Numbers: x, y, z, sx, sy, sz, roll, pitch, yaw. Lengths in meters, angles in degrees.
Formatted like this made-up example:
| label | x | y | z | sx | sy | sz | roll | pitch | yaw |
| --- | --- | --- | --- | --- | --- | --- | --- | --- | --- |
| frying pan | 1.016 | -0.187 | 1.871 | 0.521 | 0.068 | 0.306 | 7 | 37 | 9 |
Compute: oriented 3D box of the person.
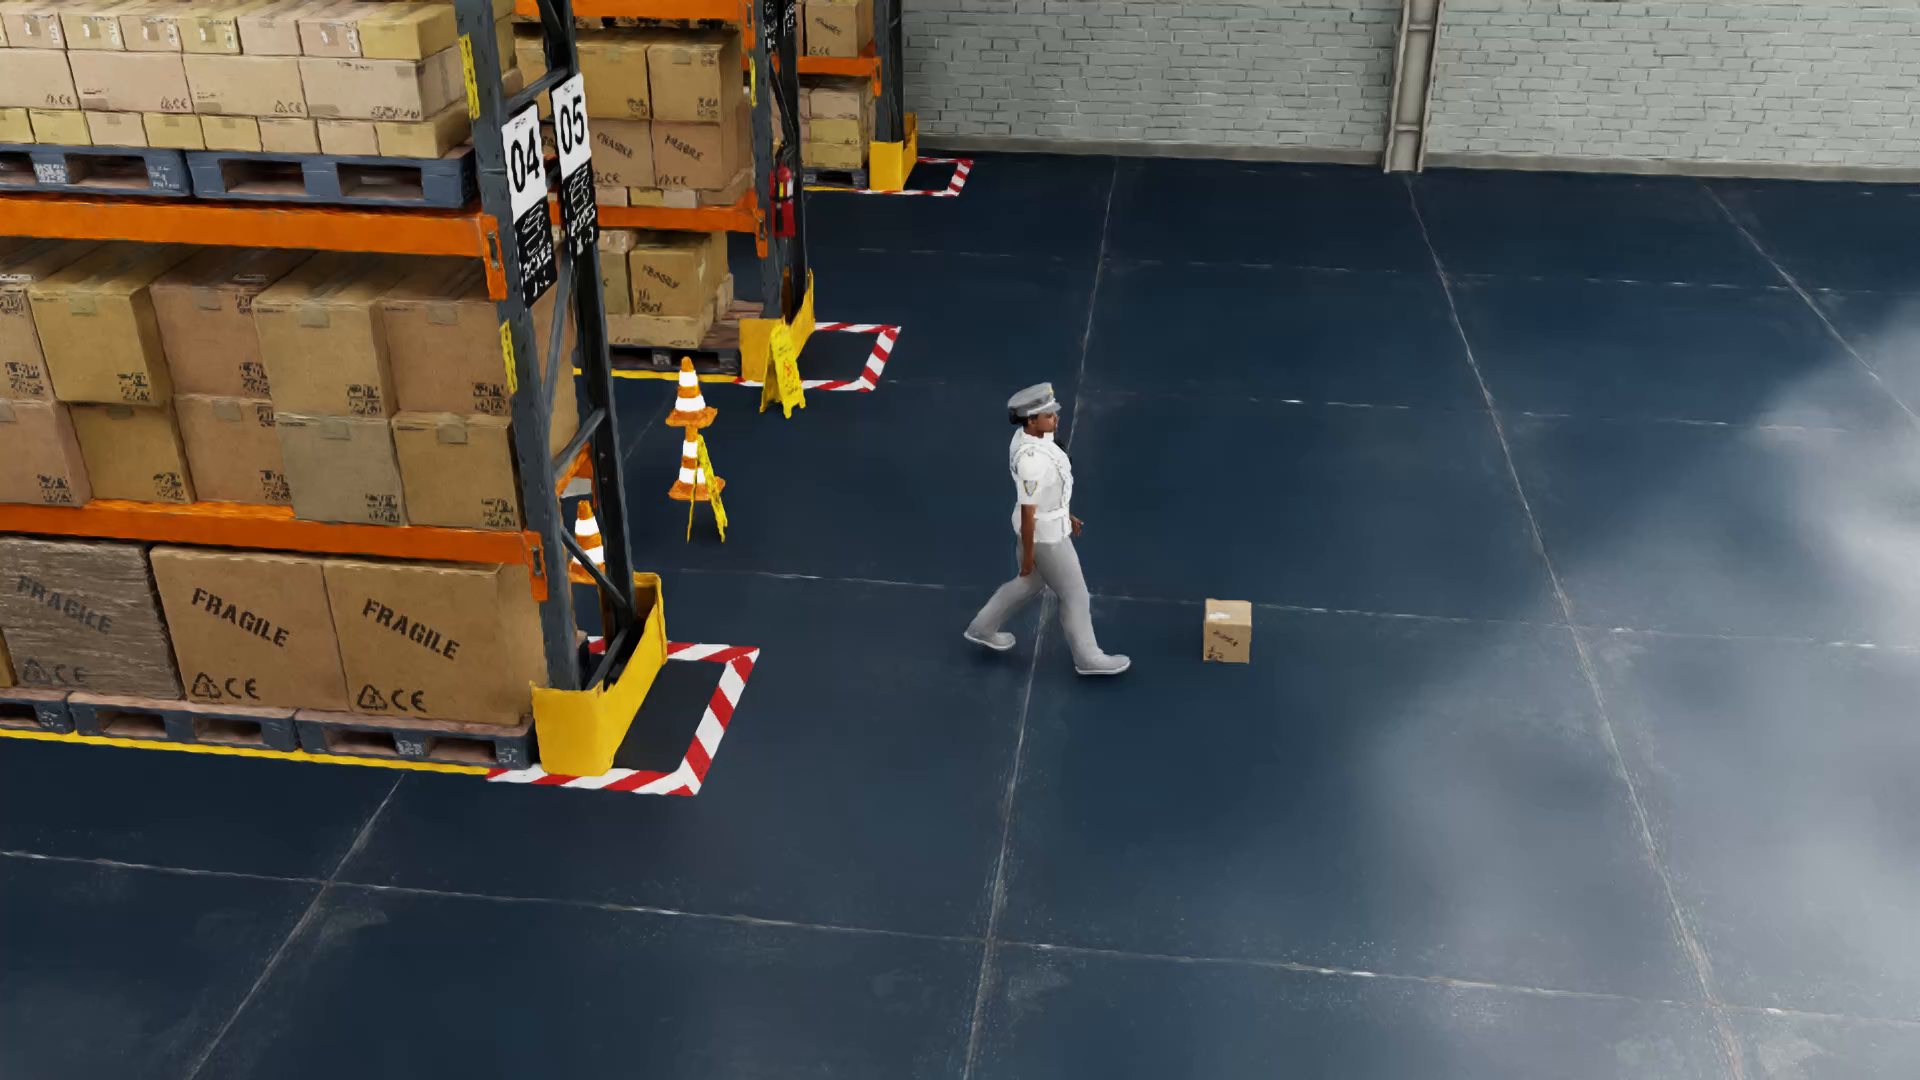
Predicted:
| label | x | y | z | sx | sy | sz | roll | pitch | yaw |
| --- | --- | --- | --- | --- | --- | --- | --- | --- | --- |
| person | 0.472 | -0.063 | 8.703 | 0.888 | 1.653 | 0.444 | -2 | 29 | -3 |
